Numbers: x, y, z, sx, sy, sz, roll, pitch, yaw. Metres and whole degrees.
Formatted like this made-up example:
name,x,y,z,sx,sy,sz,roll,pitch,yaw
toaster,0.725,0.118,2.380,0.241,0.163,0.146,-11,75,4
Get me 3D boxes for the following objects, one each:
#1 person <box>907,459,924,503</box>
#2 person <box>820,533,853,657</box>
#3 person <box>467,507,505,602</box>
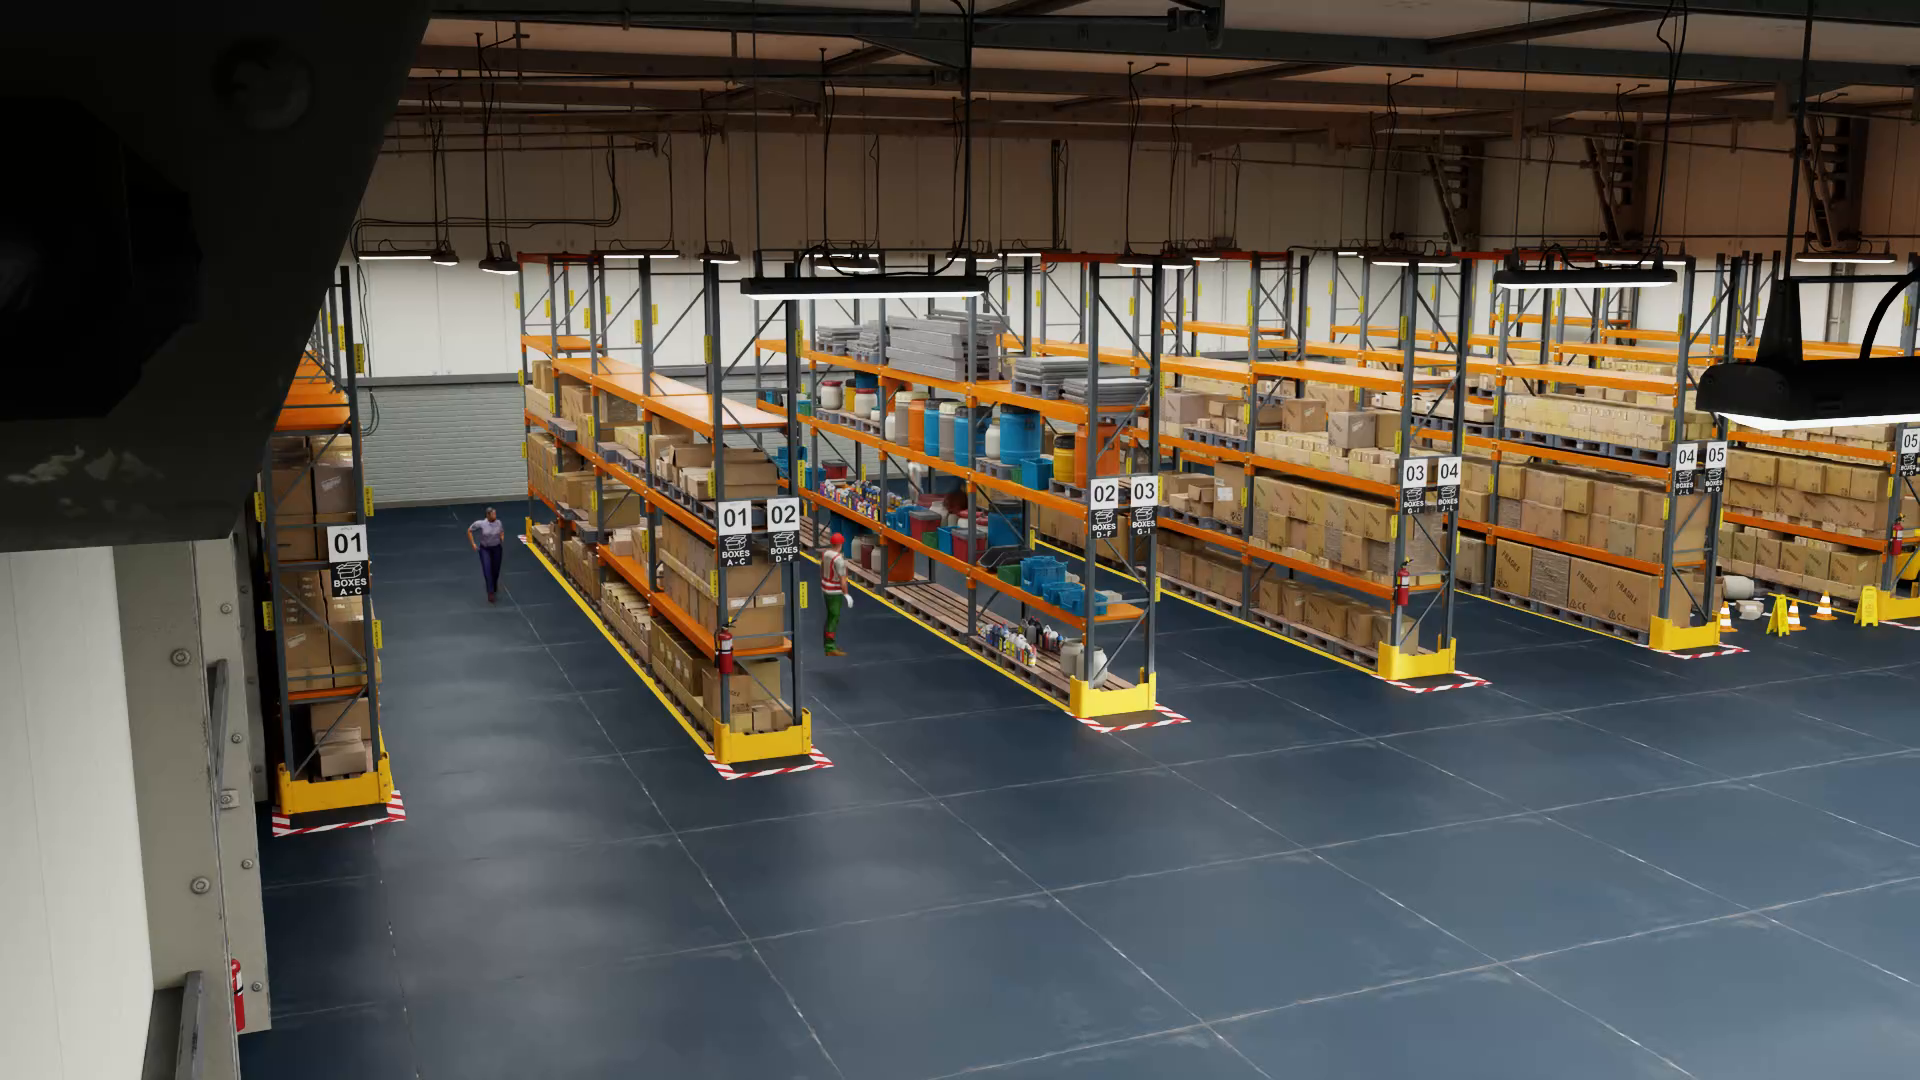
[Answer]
name,x,y,z,sx,sy,sz,roll,pitch,yaw
person,-0.961,-1.040,36.670,0.375,1.496,0.610,3,11,17
person,-1.832,0.805,24.247,0.426,1.849,0.650,-4,11,-21
person,-8.302,0.209,29.234,0.647,1.602,1.028,-4,11,-22
